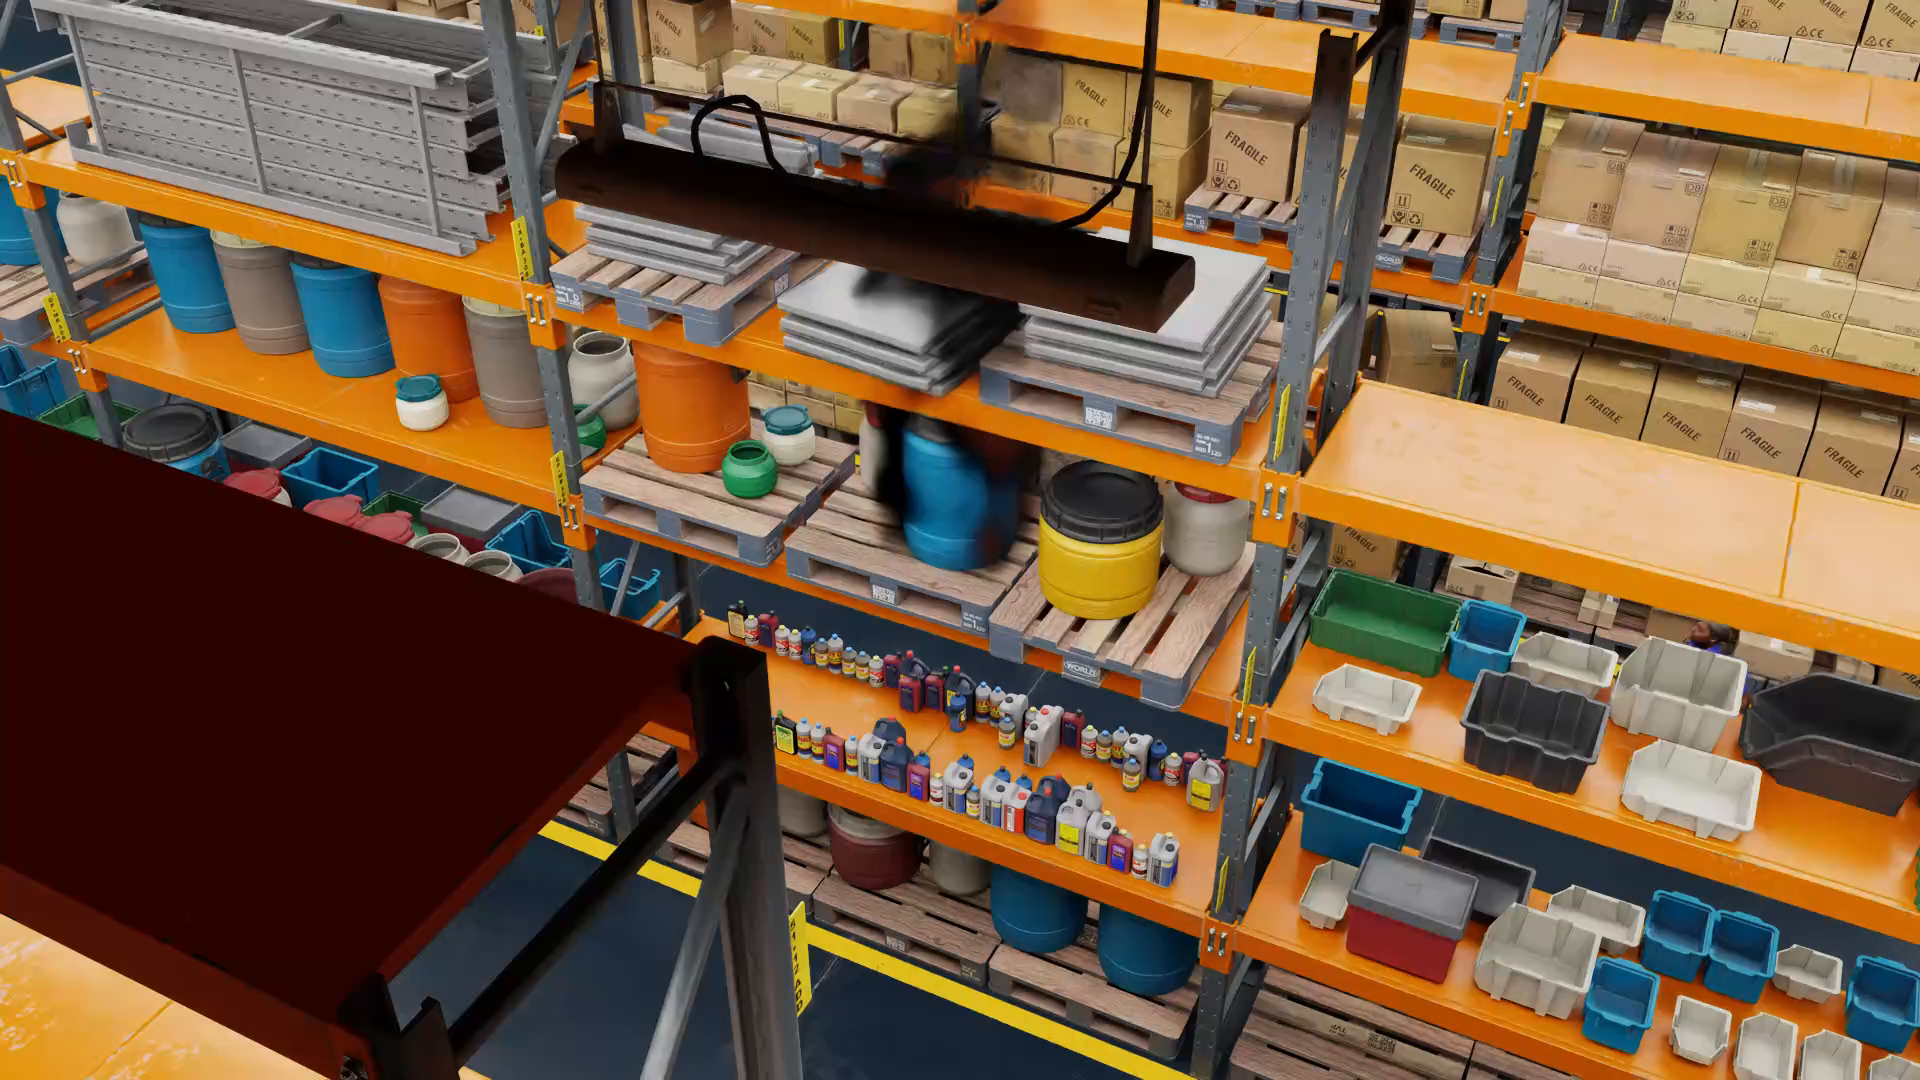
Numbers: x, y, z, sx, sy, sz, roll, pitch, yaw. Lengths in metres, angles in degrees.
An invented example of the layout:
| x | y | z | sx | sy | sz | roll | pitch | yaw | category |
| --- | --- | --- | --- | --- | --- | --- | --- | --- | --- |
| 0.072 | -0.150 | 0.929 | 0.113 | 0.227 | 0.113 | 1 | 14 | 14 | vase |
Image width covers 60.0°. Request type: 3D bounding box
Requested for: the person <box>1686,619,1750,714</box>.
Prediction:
| x | y | z | sx | sy | sz | roll | pitch | yaw | category |
| --- | --- | --- | --- | --- | --- | --- | --- | --- | --- |
| 4.731 | 1.147 | 10.777 | 0.896 | 1.680 | 0.574 | 8 | 36 | 11 | person |
